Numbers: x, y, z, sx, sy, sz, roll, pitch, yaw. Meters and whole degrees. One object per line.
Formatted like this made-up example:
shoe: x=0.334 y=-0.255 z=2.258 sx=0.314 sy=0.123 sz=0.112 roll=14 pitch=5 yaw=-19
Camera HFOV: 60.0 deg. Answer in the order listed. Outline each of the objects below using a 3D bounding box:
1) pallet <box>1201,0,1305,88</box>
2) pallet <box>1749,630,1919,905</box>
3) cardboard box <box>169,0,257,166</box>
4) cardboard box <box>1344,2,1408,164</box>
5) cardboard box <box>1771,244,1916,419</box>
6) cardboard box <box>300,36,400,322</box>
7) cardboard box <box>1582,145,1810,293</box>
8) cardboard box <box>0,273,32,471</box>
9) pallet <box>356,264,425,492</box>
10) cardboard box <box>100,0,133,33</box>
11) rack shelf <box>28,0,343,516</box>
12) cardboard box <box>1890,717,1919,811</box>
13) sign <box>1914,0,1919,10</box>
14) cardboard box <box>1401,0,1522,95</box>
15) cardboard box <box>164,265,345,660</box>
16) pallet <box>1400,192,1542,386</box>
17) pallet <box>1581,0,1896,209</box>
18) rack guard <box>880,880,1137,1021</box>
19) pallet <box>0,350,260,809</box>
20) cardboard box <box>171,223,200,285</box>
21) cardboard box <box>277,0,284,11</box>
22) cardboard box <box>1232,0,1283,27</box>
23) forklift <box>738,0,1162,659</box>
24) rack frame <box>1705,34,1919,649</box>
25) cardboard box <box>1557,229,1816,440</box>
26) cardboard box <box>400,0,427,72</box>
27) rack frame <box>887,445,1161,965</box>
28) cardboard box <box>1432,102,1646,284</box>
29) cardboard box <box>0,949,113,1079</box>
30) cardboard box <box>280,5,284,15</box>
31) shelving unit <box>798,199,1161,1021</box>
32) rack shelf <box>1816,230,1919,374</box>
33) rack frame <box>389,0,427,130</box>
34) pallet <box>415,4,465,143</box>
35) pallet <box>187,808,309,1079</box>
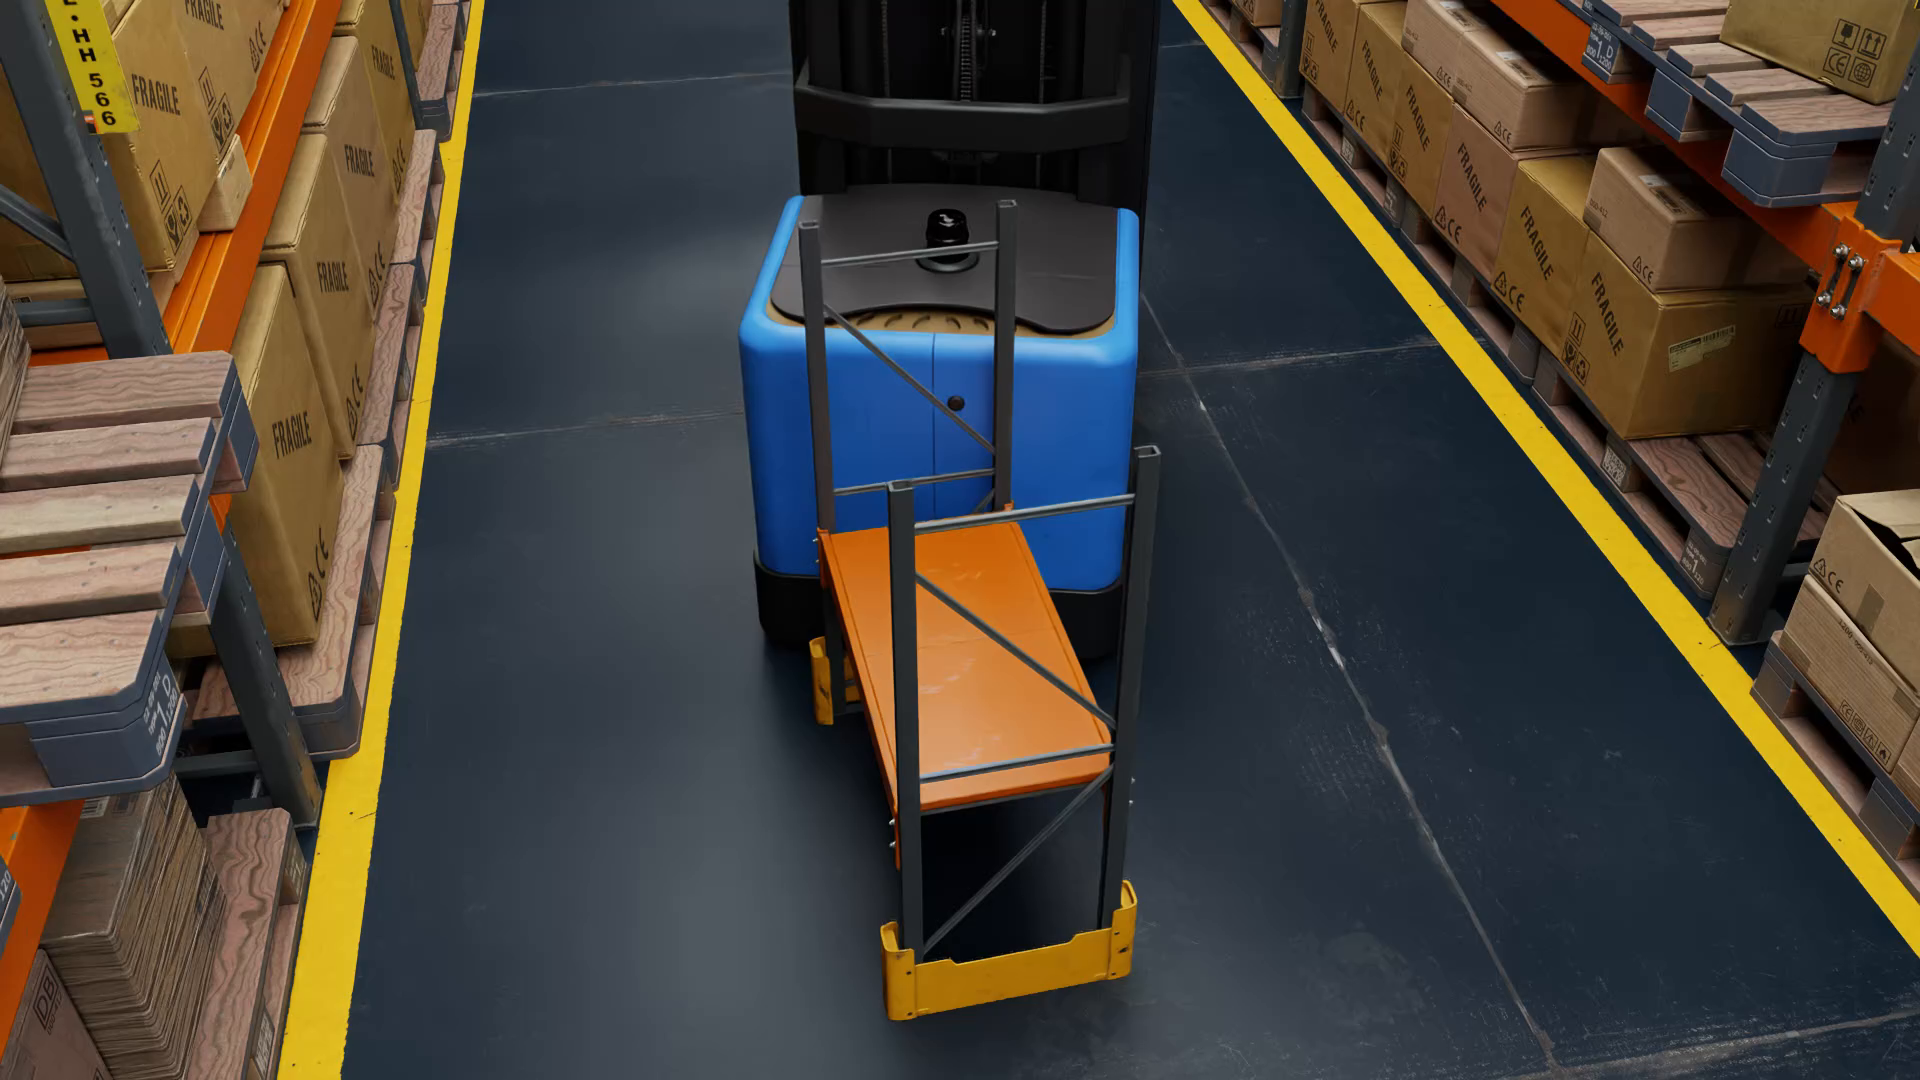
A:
pallet: x=1.894 y=-2.688 z=8.538 sx=1.003 sy=0.211 sz=1.213 roll=-6 pitch=38 yaw=-8
pallet: x=2.821 y=0.645 z=4.248 sx=1.003 sy=0.211 sz=1.213 roll=-6 pitch=38 yaw=-8
cardboard box: x=-2.077 y=-1.226 z=4.043 sx=0.500 sy=0.500 sz=0.500 roll=-5 pitch=38 yaw=-6
cardboard box: x=1.963 y=-1.921 z=6.957 sx=0.500 sy=0.500 sz=0.500 roll=-6 pitch=38 yaw=-7
cardboard box: x=2.819 y=-0.766 z=5.470 sx=0.500 sy=0.500 sz=0.500 roll=-8 pitch=38 yaw=-10
cardboard box: x=-2.462 y=-1.241 z=5.812 sx=0.750 sy=0.750 sz=0.750 roll=-5 pitch=38 yaw=-7
cardboard box: x=2.306 y=-1.014 z=5.178 sx=0.500 sy=0.250 sz=0.500 roll=-5 pitch=38 yaw=-6
cardboard box: x=-2.069 y=-0.353 z=2.820 sx=0.700 sy=0.500 sz=0.500 roll=-11 pitch=39 yaw=-13
pallet: x=-2.436 y=-0.541 z=5.775 sx=1.003 sy=0.211 sz=1.213 roll=-6 pitch=38 yaw=-8
cardboard box: x=-1.992 y=-1.203 z=3.402 sx=0.500 sy=0.250 sz=0.500 roll=-5 pitch=38 yaw=-7
rack shelf: x=-2.512 y=-1.347 z=5.125 sx=1.077 sy=0.370 sz=4.000 roll=-6 pitch=38 yaw=-8
cardboard box: x=2.607 y=0.613 z=3.914 sx=0.500 sy=0.250 sz=0.500 roll=-7 pitch=38 yaw=-9
sign: x=2.183 y=-1.320 z=3.625 sx=0.100 sy=0.325 sz=0.005 roll=-6 pitch=38 yaw=-8
cardboard box: x=2.034 y=-1.934 z=6.363 sx=0.500 sy=0.250 sz=0.500 roll=-6 pitch=38 yaw=-8
cardboard box: x=-2.161 y=-0.198 z=4.470 sx=0.750 sy=0.750 sz=0.750 roll=-7 pitch=38 yaw=-9
pallet: x=2.411 y=-1.047 z=6.426 sx=1.003 sy=0.211 sz=1.213 roll=-6 pitch=38 yaw=-8
pallet: x=2.527 y=-1.284 z=4.614 sx=1.213 sy=0.211 sz=1.003 roll=-6 pitch=38 yaw=-8
rack guard: x=0.113 y=0.945 z=3.830 sx=0.587 sy=0.250 sz=0.087 roll=-8 pitch=39 yaw=-10
pallet: x=-1.931 y=0.072 z=2.869 sx=1.213 sy=0.211 sz=1.003 roll=-6 pitch=38 yaw=-8
cardboard box: x=-2.026 y=-0.709 z=3.905 sx=0.380 sy=0.149 sz=0.250 roll=-6 pitch=38 yaw=-7
cardboard box: x=-2.262 y=-1.840 z=4.833 sx=0.500 sy=0.500 sz=0.500 roll=-5 pitch=38 yaw=-7
cardboard box: x=1.635 y=-2.874 z=8.184 sx=0.500 sy=0.500 sz=0.500 roll=-6 pitch=38 yaw=-8
forklift: x=0.065 y=-1.713 z=5.066 sx=1.130 sy=2.935 sz=3.031 roll=3 pitch=38 yaw=4
rack frame: x=2.715 y=-0.958 z=4.038 sx=1.000 sy=3.000 sz=0.127 roll=-6 pitch=38 yaw=-8
cardboard box: x=2.320 y=-0.684 z=5.365 sx=0.500 sy=0.500 sz=0.500 roll=-5 pitch=38 yaw=-6
cardboard box: x=-2.893 y=-2.480 z=7.693 sx=0.700 sy=0.500 sz=0.500 roll=-6 pitch=38 yaw=-7
rack frame: x=0.117 y=0.463 z=3.432 sx=0.500 sy=1.500 sz=0.032 roll=-8 pitch=39 yaw=-10
cardboard box: x=2.132 y=-1.313 z=6.174 sx=0.500 sy=0.500 sz=0.500 roll=-8 pitch=38 yaw=-10
cardboard box: x=-2.008 y=1.143 z=3.012 sx=0.700 sy=0.500 sz=0.500 roll=-6 pitch=38 yaw=-8
cardboard box: x=-2.310 y=-1.640 z=5.105 sx=0.380 sy=0.149 sz=0.250 roll=-5 pitch=38 yaw=-7
shelving unit: x=-0.001 y=0.154 z=3.829 sx=0.587 sy=1.500 sz=1.083 roll=-8 pitch=39 yaw=-10
rack shelf: x=3.066 y=0.534 z=2.704 sx=1.077 sy=0.370 sz=4.000 roll=-6 pitch=38 yaw=-8
rack frame: x=-2.862 y=-2.839 z=6.459 sx=1.000 sy=3.000 sz=0.127 roll=-6 pitch=38 yaw=-8
pallet: x=-2.919 y=-2.205 z=7.917 sx=1.003 sy=0.211 sz=1.213 roll=-6 pitch=38 yaw=-8
pallet: x=-2.026 y=1.150 z=3.597 sx=1.003 sy=0.211 sz=1.213 roll=-6 pitch=38 yaw=-8
